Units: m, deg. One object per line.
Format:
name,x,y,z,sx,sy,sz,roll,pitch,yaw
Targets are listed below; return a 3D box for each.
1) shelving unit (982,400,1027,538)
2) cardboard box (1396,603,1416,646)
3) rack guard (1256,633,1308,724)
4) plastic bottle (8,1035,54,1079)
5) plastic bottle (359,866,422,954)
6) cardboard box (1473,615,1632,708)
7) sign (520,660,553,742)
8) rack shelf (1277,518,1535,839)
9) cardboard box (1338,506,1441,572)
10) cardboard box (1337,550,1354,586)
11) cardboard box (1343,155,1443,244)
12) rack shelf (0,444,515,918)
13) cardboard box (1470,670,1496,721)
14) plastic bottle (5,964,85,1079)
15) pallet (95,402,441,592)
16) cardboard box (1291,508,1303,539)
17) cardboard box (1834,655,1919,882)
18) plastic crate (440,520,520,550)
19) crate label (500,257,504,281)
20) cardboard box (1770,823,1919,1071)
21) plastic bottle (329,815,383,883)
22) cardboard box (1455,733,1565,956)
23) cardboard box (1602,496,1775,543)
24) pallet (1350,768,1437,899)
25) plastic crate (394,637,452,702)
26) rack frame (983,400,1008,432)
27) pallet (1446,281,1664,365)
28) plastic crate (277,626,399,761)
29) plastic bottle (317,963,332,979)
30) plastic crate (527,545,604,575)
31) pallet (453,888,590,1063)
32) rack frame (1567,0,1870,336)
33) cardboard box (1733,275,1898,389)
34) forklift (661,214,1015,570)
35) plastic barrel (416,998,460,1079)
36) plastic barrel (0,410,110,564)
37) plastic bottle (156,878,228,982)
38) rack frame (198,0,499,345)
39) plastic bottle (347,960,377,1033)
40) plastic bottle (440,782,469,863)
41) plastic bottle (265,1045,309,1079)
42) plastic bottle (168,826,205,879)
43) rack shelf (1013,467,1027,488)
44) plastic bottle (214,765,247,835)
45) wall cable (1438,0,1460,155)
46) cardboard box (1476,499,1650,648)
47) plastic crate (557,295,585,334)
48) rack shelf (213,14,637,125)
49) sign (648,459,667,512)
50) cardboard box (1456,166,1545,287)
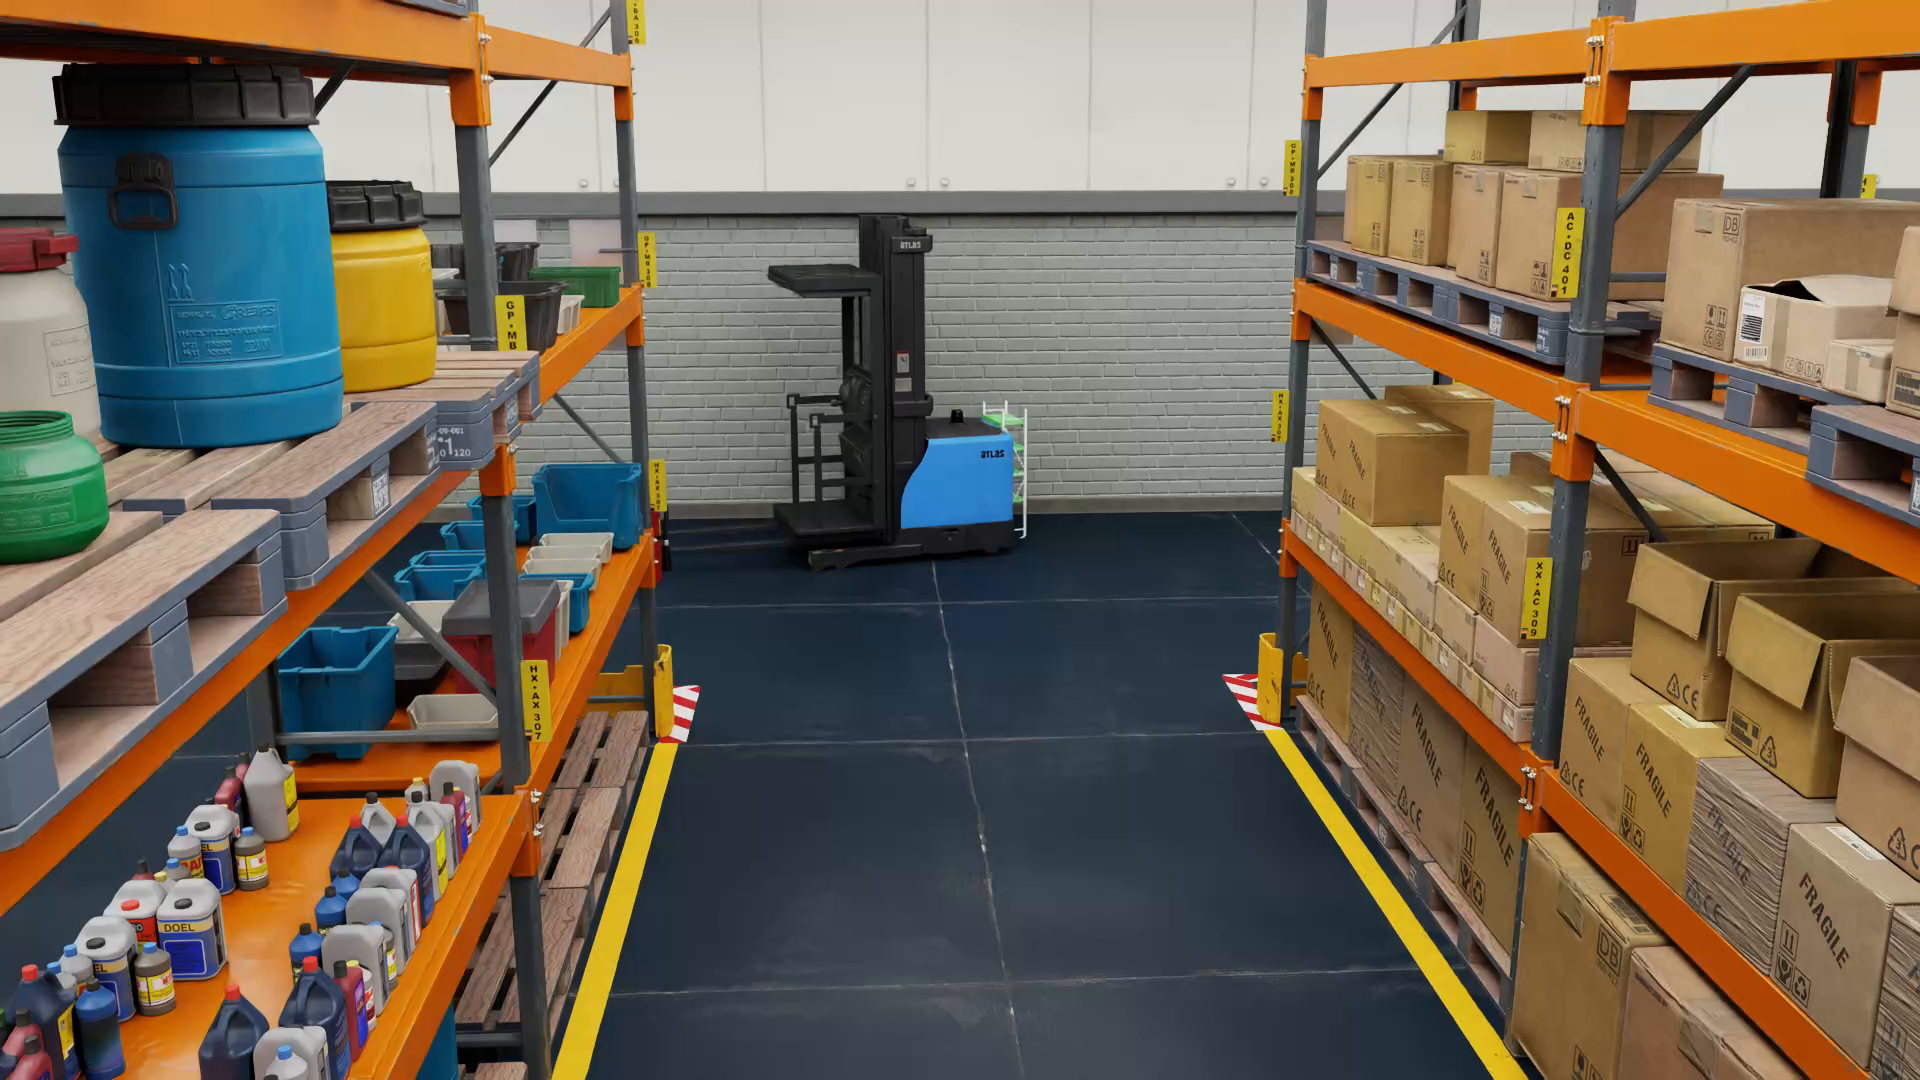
shelving unit,0.409,-0.651,15.373,0.258,1.200,0.503,-5,15,-19
cardboard box,2.364,0.407,8.151,0.380,0.149,0.250,-1,14,-4
rack guard,2.540,0.886,10.803,1.175,0.500,0.348,-1,14,-3
plastic bottle,-2.295,1.377,4.111,0.061,0.283,0.133,-1,14,-3
plastic bottle,-1.753,1.122,5.118,0.152,0.276,0.135,-1,14,-3
cardboard box,2.500,0.499,6.995,0.500,0.250,0.500,-1,14,-4
sign,-1.605,0.611,6.302,0.100,0.325,0.005,-1,14,-3
rack shelf,2.666,0.527,8.625,1.077,0.370,4.000,-1,14,-3
cardboard box,2.368,-0.012,8.982,0.500,0.250,0.500,-1,14,-5
cardboard box,2.300,0.152,9.144,0.380,0.149,0.250,-1,14,-5
cardboard box,2.628,-1.943,9.518,0.700,0.500,0.500,-2,15,-7
rack shelf,-2.030,0.146,4.088,1.077,0.370,4.000,-1,14,-3
cardboard box,2.428,0.663,7.158,0.380,0.149,0.250,-1,14,-2
plastic bottle,-2.416,1.274,4.379,0.144,0.351,0.185,-1,14,-3
pallet,-1.934,-0.133,4.107,1.003,0.211,1.213,-1,14,-3
cardboard box,2.235,-0.104,10.137,0.380,0.149,0.250,-1,14,-3
cardboard box,2.923,0.626,4.584,0.797,0.503,0.637,0,14,-2
plastic crate,-2.674,0.040,9.290,0.416,0.233,0.300,-1,14,-3
crate label,-2.667,-1.388,8.905,0.408,0.251,0.502,-1,14,-3
cardboard box,2.669,1.124,4.661,0.500,0.500,0.500,-1,14,-2
plastic bottle,-1.903,1.048,5.255,0.144,0.351,0.185,-1,14,-3
cardboard box,2.829,1.336,7.457,0.875,0.875,0.875,-1,14,-3
cardboard box,3.015,0.119,6.969,0.500,0.500,0.500,-1,14,-3
pallet,2.742,1.532,8.871,1.003,0.211,1.213,-1,14,-3
plastic crate,-2.491,0.583,7.398,0.437,0.125,0.590,-1,14,-3
rack frame,0.327,-0.708,15.595,0.240,1.200,0.015,-5,15,-19
pallet,2.749,-0.937,7.031,1.003,0.211,1.213,-1,14,-3
plastic crate,-2.523,0.620,6.730,0.392,0.384,0.575,-1,14,-3
plastic bottle,-1.748,1.278,4.522,0.097,0.271,0.097,0,14,0
plastic crate,-2.167,0.129,9.138,0.396,0.136,0.243,-1,14,-3
pallet,-2.238,1.921,7.361,1.003,0.211,1.213,-1,14,-3
rack frame,2.790,-2.229,5.855,1.000,3.000,0.127,-1,14,-3
cardboard box,2.768,-0.662,5.121,0.500,0.311,0.500,-1,14,-5
forklift,-1.092,-1.306,14.445,3.031,2.935,1.130,-4,15,-16
plastic barrel,-2.137,1.701,5.987,0.600,0.901,0.708,-1,14,-3
plastic barrel,-1.742,-0.100,3.070,0.294,0.245,0.294,0,14,0
plastic bottle,-2.296,1.162,4.964,0.152,0.276,0.135,-1,14,-3
rack frame,-2.154,-2.153,5.557,1.000,3.000,0.127,-1,14,-3
plastic bottle,-1.696,1.278,4.663,0.097,0.201,0.097,0,14,0
plastic bottle,-1.747,0.959,5.737,0.061,0.283,0.133,-1,14,-3
plastic bottle,-1.662,1.381,4.122,0.097,0.271,0.097,0,14,0
plastic bottle,-2.503,1.056,5.383,0.097,0.271,0.097,0,14,0
rack shelf,0.409,-0.589,15.389,0.258,0.148,0.480,-5,15,-19
plastic bottle,-2.549,0.940,5.811,0.061,0.283,0.133,-1,14,-3
wall cable,5.632,-6.241,14.993,2.277,5.999,0.120,-1,14,-3
cardboard box,2.494,0.131,6.919,0.500,0.500,0.500,0,14,-2
plastic crate,-2.026,-1.057,7.848,0.437,0.136,0.530,-1,14,-3
rack shelf,-2.278,-2.108,7.630,1.077,0.370,4.000,-1,14,-3
sign,-1.854,-0.334,10.200,0.100,0.325,0.005,-1,14,-3
cardboard box,2.652,-1.404,7.424,0.700,0.500,0.500,0,14,-1
